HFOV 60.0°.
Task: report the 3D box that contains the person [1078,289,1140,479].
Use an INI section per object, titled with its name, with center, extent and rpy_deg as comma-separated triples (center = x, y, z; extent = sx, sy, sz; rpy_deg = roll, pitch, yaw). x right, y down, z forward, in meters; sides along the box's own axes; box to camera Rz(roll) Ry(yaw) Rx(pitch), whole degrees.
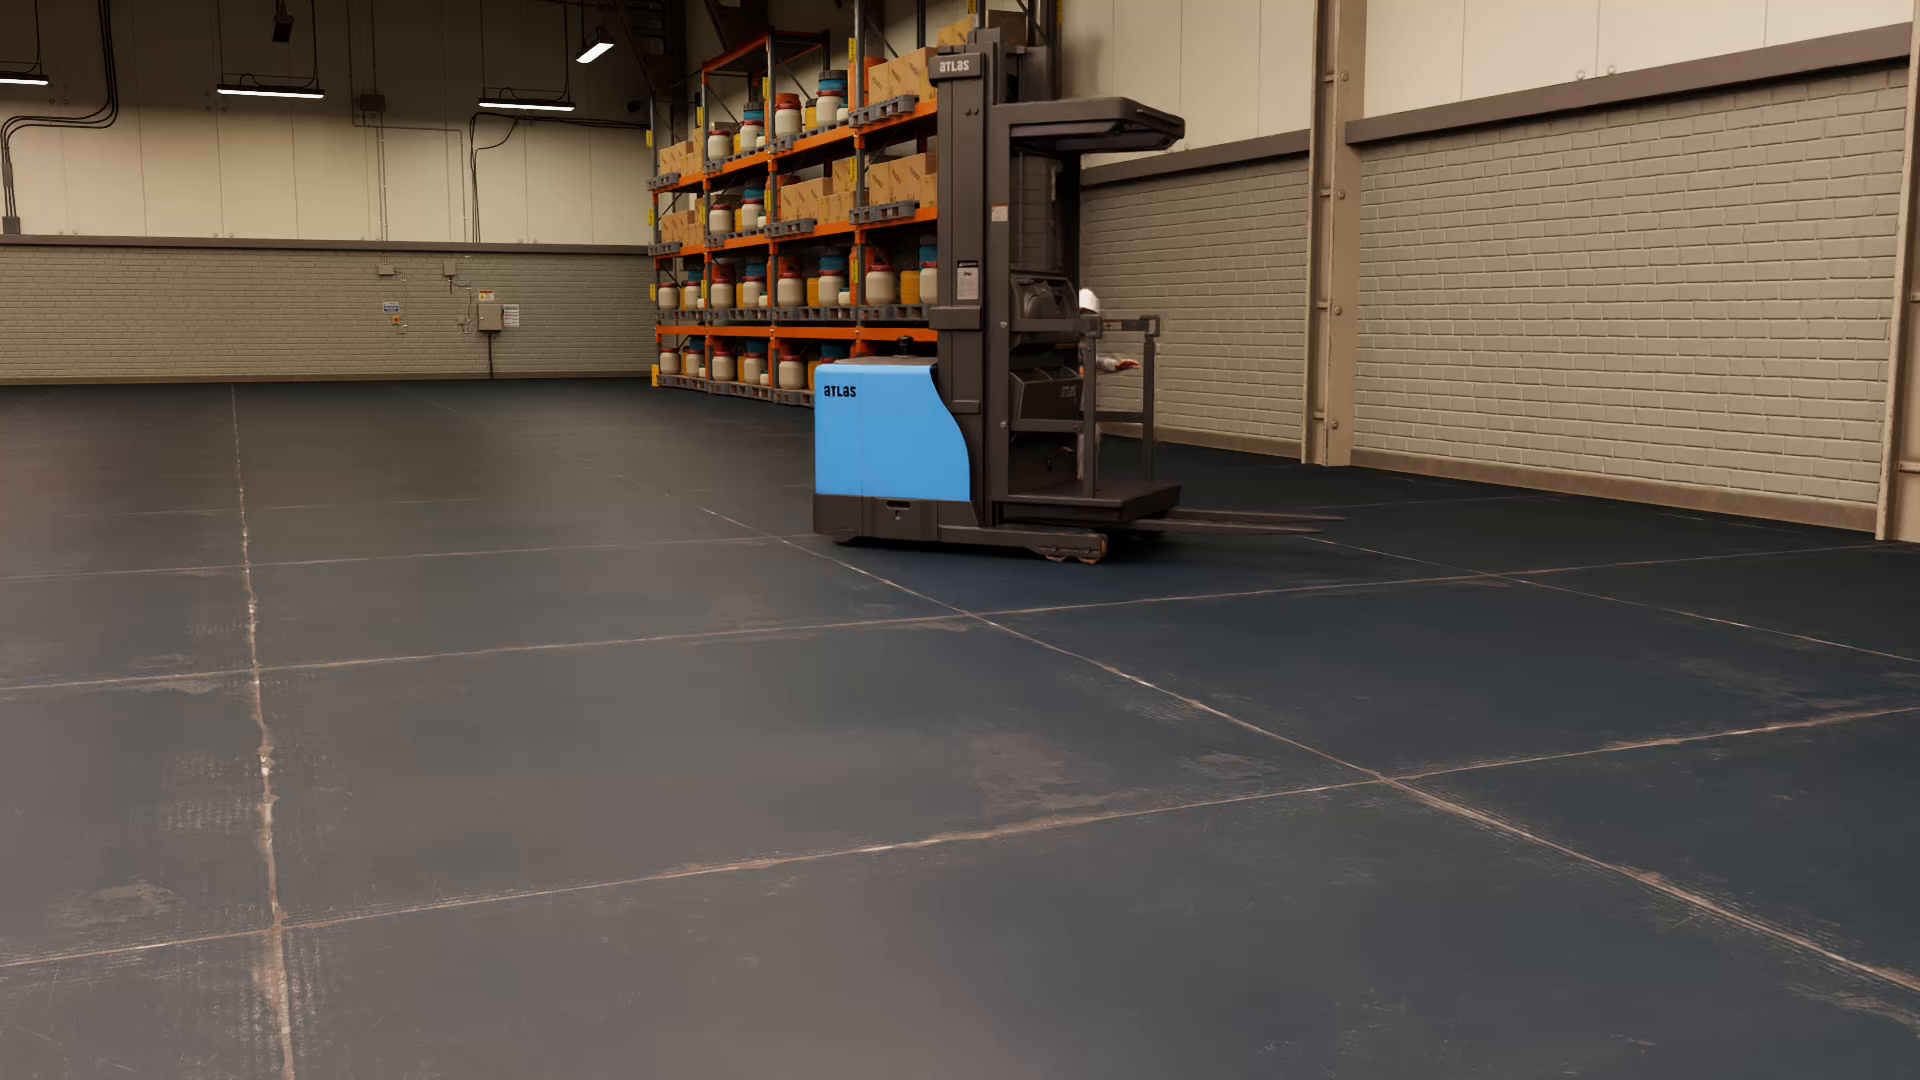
[person]
center = 0.816, -0.946, 11.369
extent = 0.927, 1.523, 0.960
rpy_deg = -1, 8, -9

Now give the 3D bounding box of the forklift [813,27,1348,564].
[forklift]
center = 0.680, -1.400, 9.560
extent = 3.031, 2.935, 1.130
rpy_deg = 4, 8, 25
